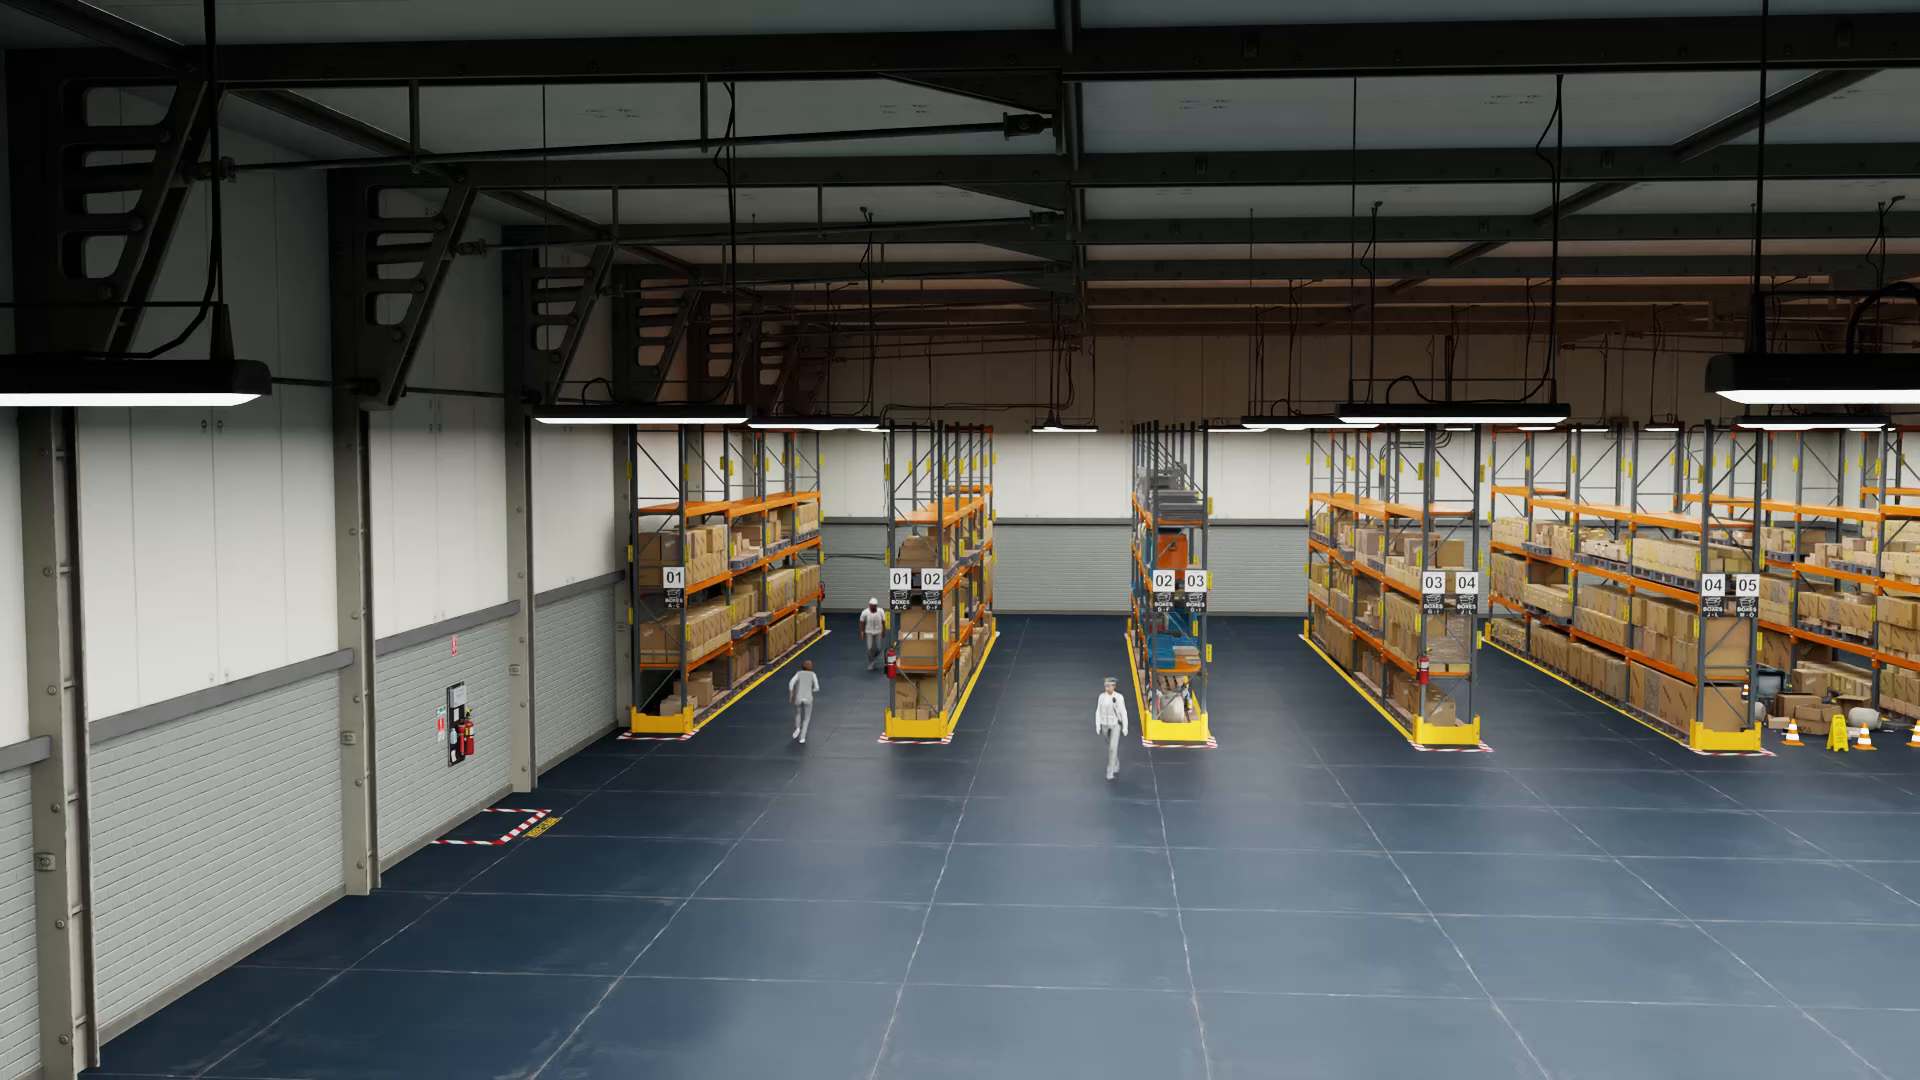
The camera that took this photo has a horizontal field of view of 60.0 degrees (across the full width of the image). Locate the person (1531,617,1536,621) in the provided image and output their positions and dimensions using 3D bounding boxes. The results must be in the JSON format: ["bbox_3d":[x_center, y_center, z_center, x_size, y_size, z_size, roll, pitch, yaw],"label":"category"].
[{"bbox_3d":[16.959,1.762,49.258,0.675,1.654,0.453,-3,4,-36],"label":"person"}]

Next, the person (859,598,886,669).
[{"bbox_3d":[-2.143,2.277,40.824,0.659,1.743,0.656,-1,4,-9],"label":"person"}]

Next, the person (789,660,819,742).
[{"bbox_3d":[-2.926,3.004,31.218,0.536,1.497,0.756,1,4,8],"label":"person"}]

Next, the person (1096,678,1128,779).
[{"bbox_3d":[2.500,3.121,27.826,0.534,1.629,0.887,2,4,33],"label":"person"}]
